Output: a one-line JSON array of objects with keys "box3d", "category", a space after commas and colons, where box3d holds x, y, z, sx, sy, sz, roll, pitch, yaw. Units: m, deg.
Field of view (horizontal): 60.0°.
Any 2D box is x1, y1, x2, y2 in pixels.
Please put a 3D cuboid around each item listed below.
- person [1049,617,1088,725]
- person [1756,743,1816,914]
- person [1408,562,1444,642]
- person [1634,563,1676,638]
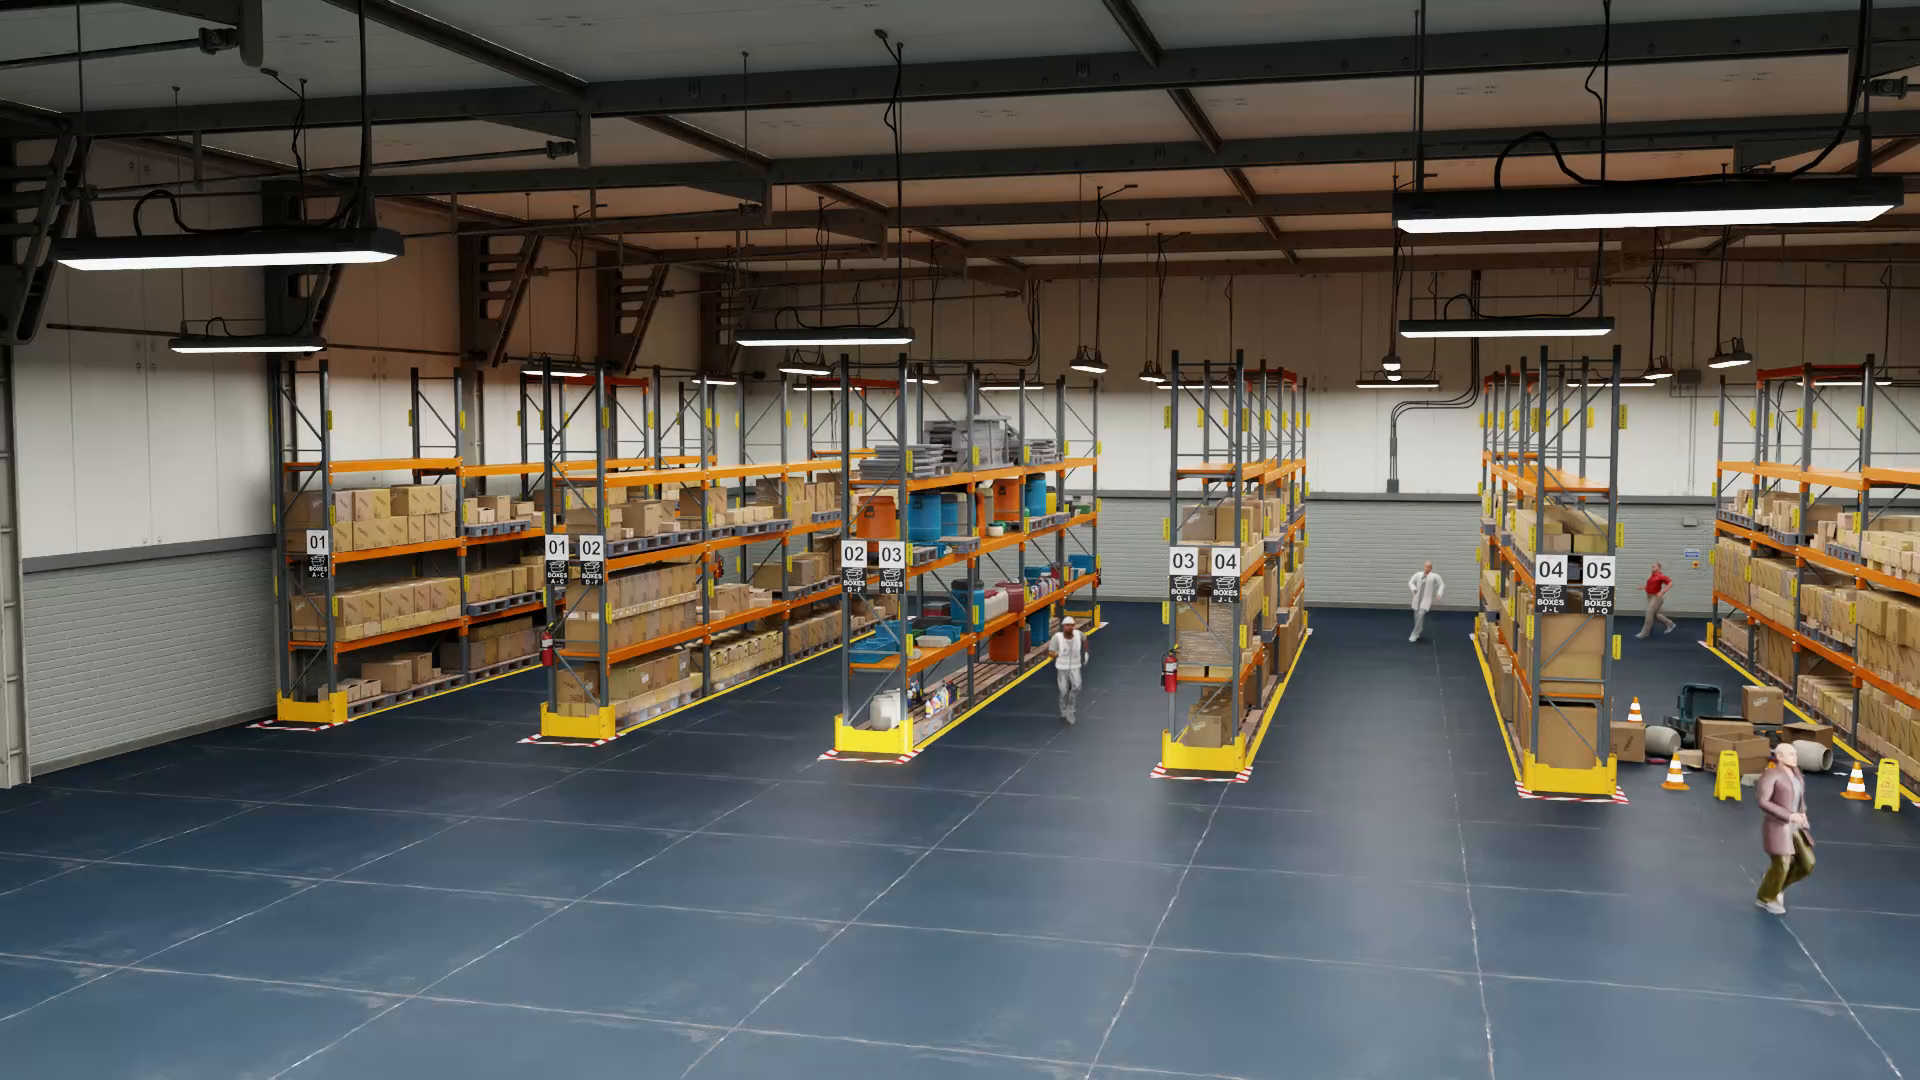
[{"box3d": [1.800, 2.143, 27.463, 0.715, 1.778, 0.833, 0, 4, -7], "category": "person"}, {"box3d": [8.378, 2.919, 16.809, 0.750, 1.742, 0.642, -2, 5, -25], "category": "person"}, {"box3d": [10.581, 1.388, 37.876, 0.771, 1.796, 0.929, 3, 5, 36], "category": "person"}, {"box3d": [15.977, 1.385, 38.176, 0.973, 1.727, 0.662, 0, 4, 4], "category": "person"}]
